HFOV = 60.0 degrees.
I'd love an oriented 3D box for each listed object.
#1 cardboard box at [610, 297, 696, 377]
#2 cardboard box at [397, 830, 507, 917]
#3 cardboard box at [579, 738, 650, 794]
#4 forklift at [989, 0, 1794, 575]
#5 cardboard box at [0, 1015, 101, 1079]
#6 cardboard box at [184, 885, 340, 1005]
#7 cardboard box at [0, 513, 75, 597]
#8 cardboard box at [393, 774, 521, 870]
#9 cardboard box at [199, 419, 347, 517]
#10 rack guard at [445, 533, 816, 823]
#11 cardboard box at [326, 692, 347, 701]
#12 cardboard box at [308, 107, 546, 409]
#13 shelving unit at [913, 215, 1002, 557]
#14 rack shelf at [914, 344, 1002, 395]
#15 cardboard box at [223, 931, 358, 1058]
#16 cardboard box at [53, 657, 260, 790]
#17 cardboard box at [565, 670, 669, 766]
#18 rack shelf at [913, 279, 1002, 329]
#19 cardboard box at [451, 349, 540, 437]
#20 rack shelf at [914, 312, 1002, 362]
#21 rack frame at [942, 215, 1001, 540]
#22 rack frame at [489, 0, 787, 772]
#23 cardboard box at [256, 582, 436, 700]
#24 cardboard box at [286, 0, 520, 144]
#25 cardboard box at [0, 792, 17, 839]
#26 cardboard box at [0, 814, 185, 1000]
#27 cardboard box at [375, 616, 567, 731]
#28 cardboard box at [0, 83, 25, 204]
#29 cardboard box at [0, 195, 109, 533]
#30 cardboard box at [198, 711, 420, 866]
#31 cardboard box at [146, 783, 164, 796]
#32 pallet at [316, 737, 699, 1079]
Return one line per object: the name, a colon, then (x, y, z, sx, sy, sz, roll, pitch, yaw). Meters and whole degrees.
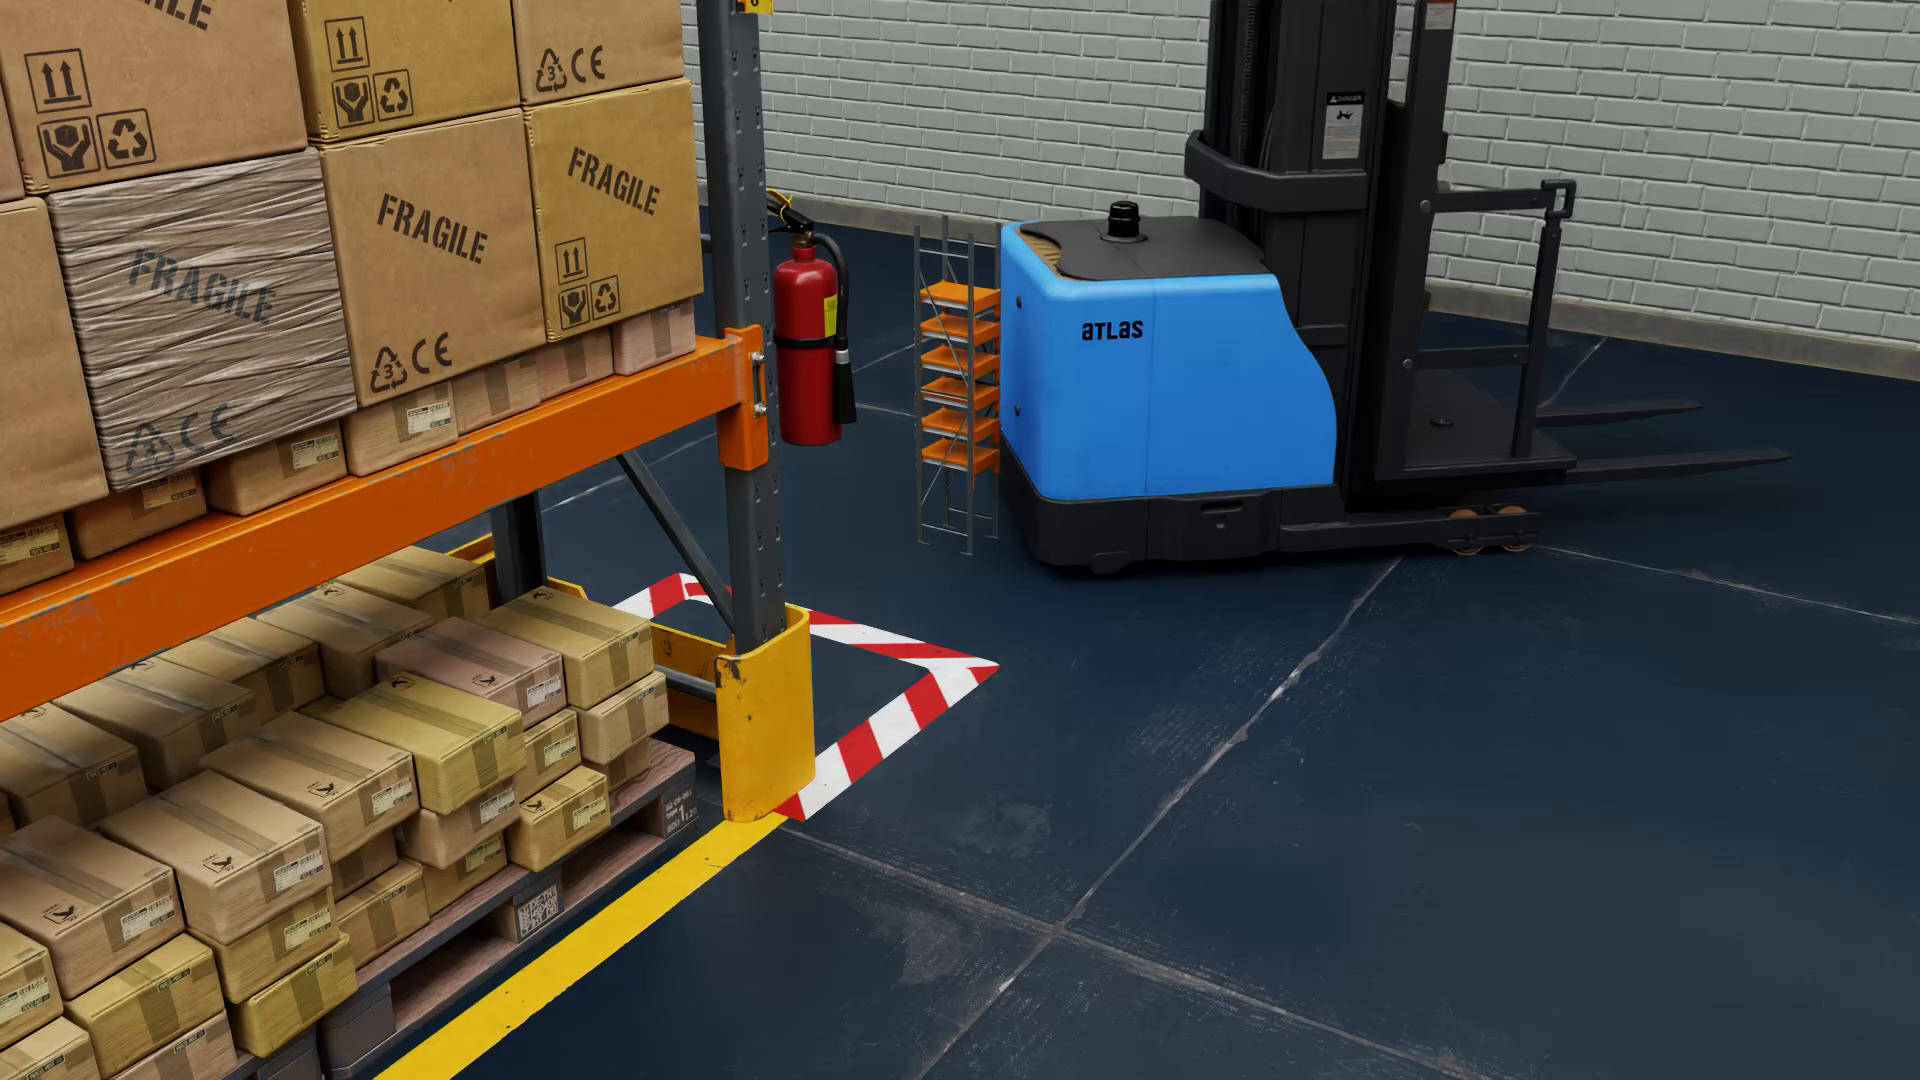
cardboard box: (-0.863, -0.525, 4.003, 0.380, 0.149, 0.250, 14, 27, 29)
cardboard box: (-1.294, 0.707, 3.901, 0.380, 0.149, 0.250, 14, 27, 29)
cardboard box: (-1.032, 0.528, 4.315, 0.380, 0.149, 0.250, 14, 27, 30)
forklift: (1.685, -1.490, 6.003, 3.031, 2.935, 1.130, -4, 24, -9)
cardboard box: (-1.775, 0.942, 2.983, 0.380, 0.149, 0.250, 14, 27, 29)
cardboard box: (-1.502, 0.761, 3.402, 0.380, 0.149, 0.250, 14, 27, 30)
cardboard box: (-1.743, -0.015, 2.826, 0.380, 0.149, 0.250, 14, 27, 30)
cardboard box: (-1.240, 0.584, 3.812, 0.380, 0.149, 0.250, 13, 26, 27)
cardboard box: (-1.424, -0.187, 3.223, 0.380, 0.149, 0.250, 13, 26, 27)
rack guard: (-0.971, 0.364, 4.781, 1.175, 0.500, 0.348, 14, 27, 29)
cardboard box: (-1.618, 0.373, 4.297, 0.380, 0.149, 0.250, 14, 27, 29)
cardboard box: (-1.226, -0.613, 3.391, 0.500, 0.500, 0.500, 13, 27, 28)
shelving unit: (-0.008, -0.546, 6.000, 0.258, 1.200, 0.189, 14, 27, 29)
rack shelf: (-0.008, -0.615, 5.970, 0.258, 0.103, 0.180, 14, 27, 29)
cardboard box: (-1.494, 0.892, 3.473, 0.380, 0.149, 0.250, 13, 26, 27)
cardboard box: (-1.842, 0.416, 3.823, 0.380, 0.149, 0.250, 12, 26, 26)
cardboard box: (-0.967, 0.408, 4.218, 0.380, 0.149, 0.250, 13, 27, 28)
rack shelf: (-0.008, -0.835, 5.875, 0.258, 0.103, 0.180, 14, 27, 29)
cardboard box: (-1.145, -0.361, 3.624, 0.380, 0.149, 0.250, 14, 27, 28)
rack shelf: (-0.008, -0.725, 5.923, 0.258, 0.103, 0.180, 14, 27, 29)
rack frame: (0.041, -0.577, 6.072, 0.240, 1.200, 0.006, 14, 27, 29)
rack frame: (-0.931, -0.809, 4.344, 1.000, 3.000, 0.127, 14, 27, 29)
cardboard box: (-1.539, 0.257, 4.191, 0.380, 0.149, 0.250, 14, 27, 30)
cardboard box: (-1.228, -1.073, 3.194, 0.500, 0.500, 0.500, 13, 27, 27)
cardboard box: (-2.173, 0.587, 3.429, 0.380, 0.149, 0.250, 14, 27, 30)
cardboard box: (-1.723, 0.694, 3.182, 0.380, 0.149, 0.250, 13, 27, 27)
cardboard box: (-1.176, 0.338, 4.005, 0.380, 0.149, 0.250, 14, 27, 30)
cardboard box: (-1.771, -0.716, 2.370, 0.500, 0.500, 0.500, 13, 27, 27)
cardboard box: (-1.757, -0.274, 2.607, 0.500, 0.500, 0.500, 15, 28, 32)
cardboard box: (-1.395, 0.526, 3.570, 0.380, 0.149, 0.250, 13, 26, 27)
cardboard box: (-1.899, 0.538, 3.916, 0.380, 0.149, 0.250, 15, 27, 31)
pallet: (-1.430, 0.763, 4.222, 1.003, 0.211, 1.213, 14, 27, 29)
